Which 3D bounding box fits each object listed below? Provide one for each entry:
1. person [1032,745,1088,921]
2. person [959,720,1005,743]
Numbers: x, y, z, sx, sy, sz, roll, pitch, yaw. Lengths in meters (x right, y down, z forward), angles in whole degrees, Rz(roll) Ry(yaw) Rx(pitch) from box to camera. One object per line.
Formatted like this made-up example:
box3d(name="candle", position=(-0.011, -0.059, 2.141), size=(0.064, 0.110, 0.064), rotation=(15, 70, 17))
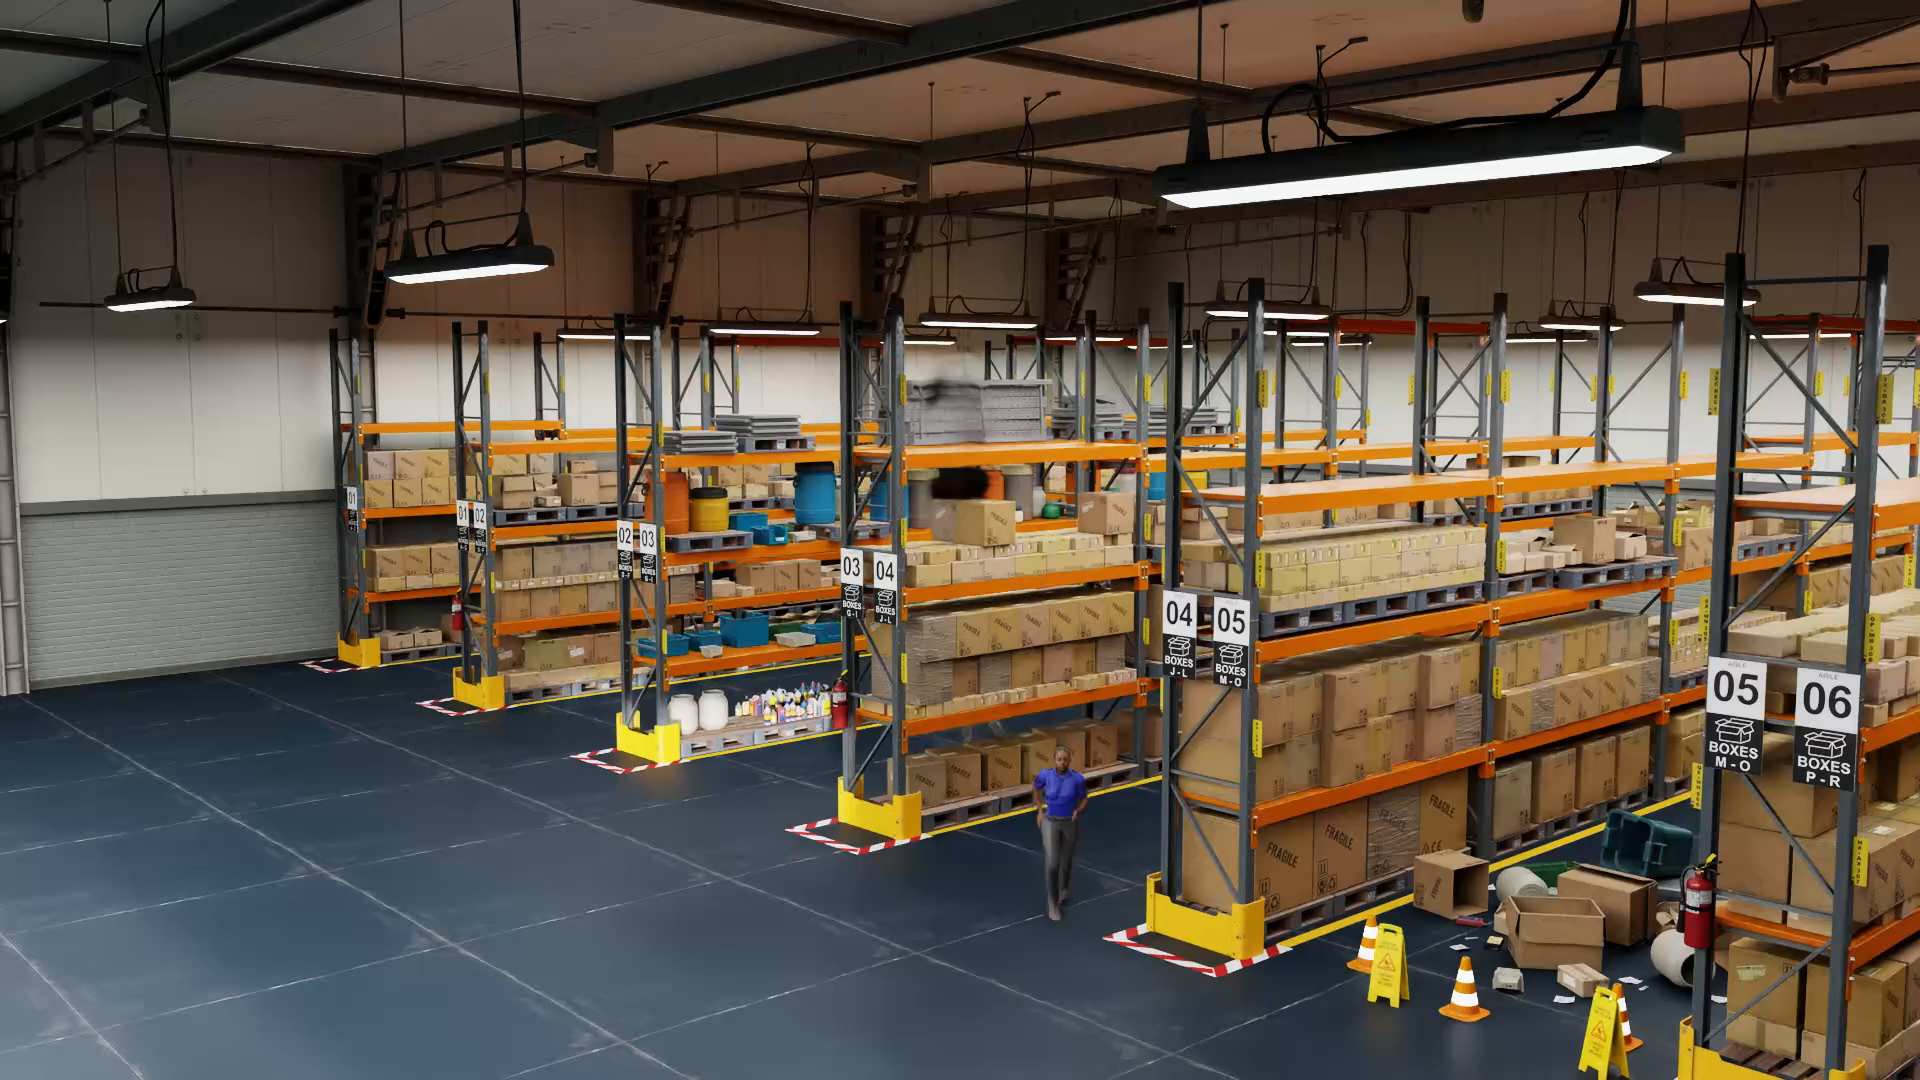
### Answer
box3d(name="person", position=(0.966, 2.796, 15.988), size=(0.507, 1.706, 0.846), rotation=(0, 6, -5))
box3d(name="person", position=(0.296, 2.108, 22.381), size=(0.892, 1.605, 0.603), rotation=(-5, 7, -40))
